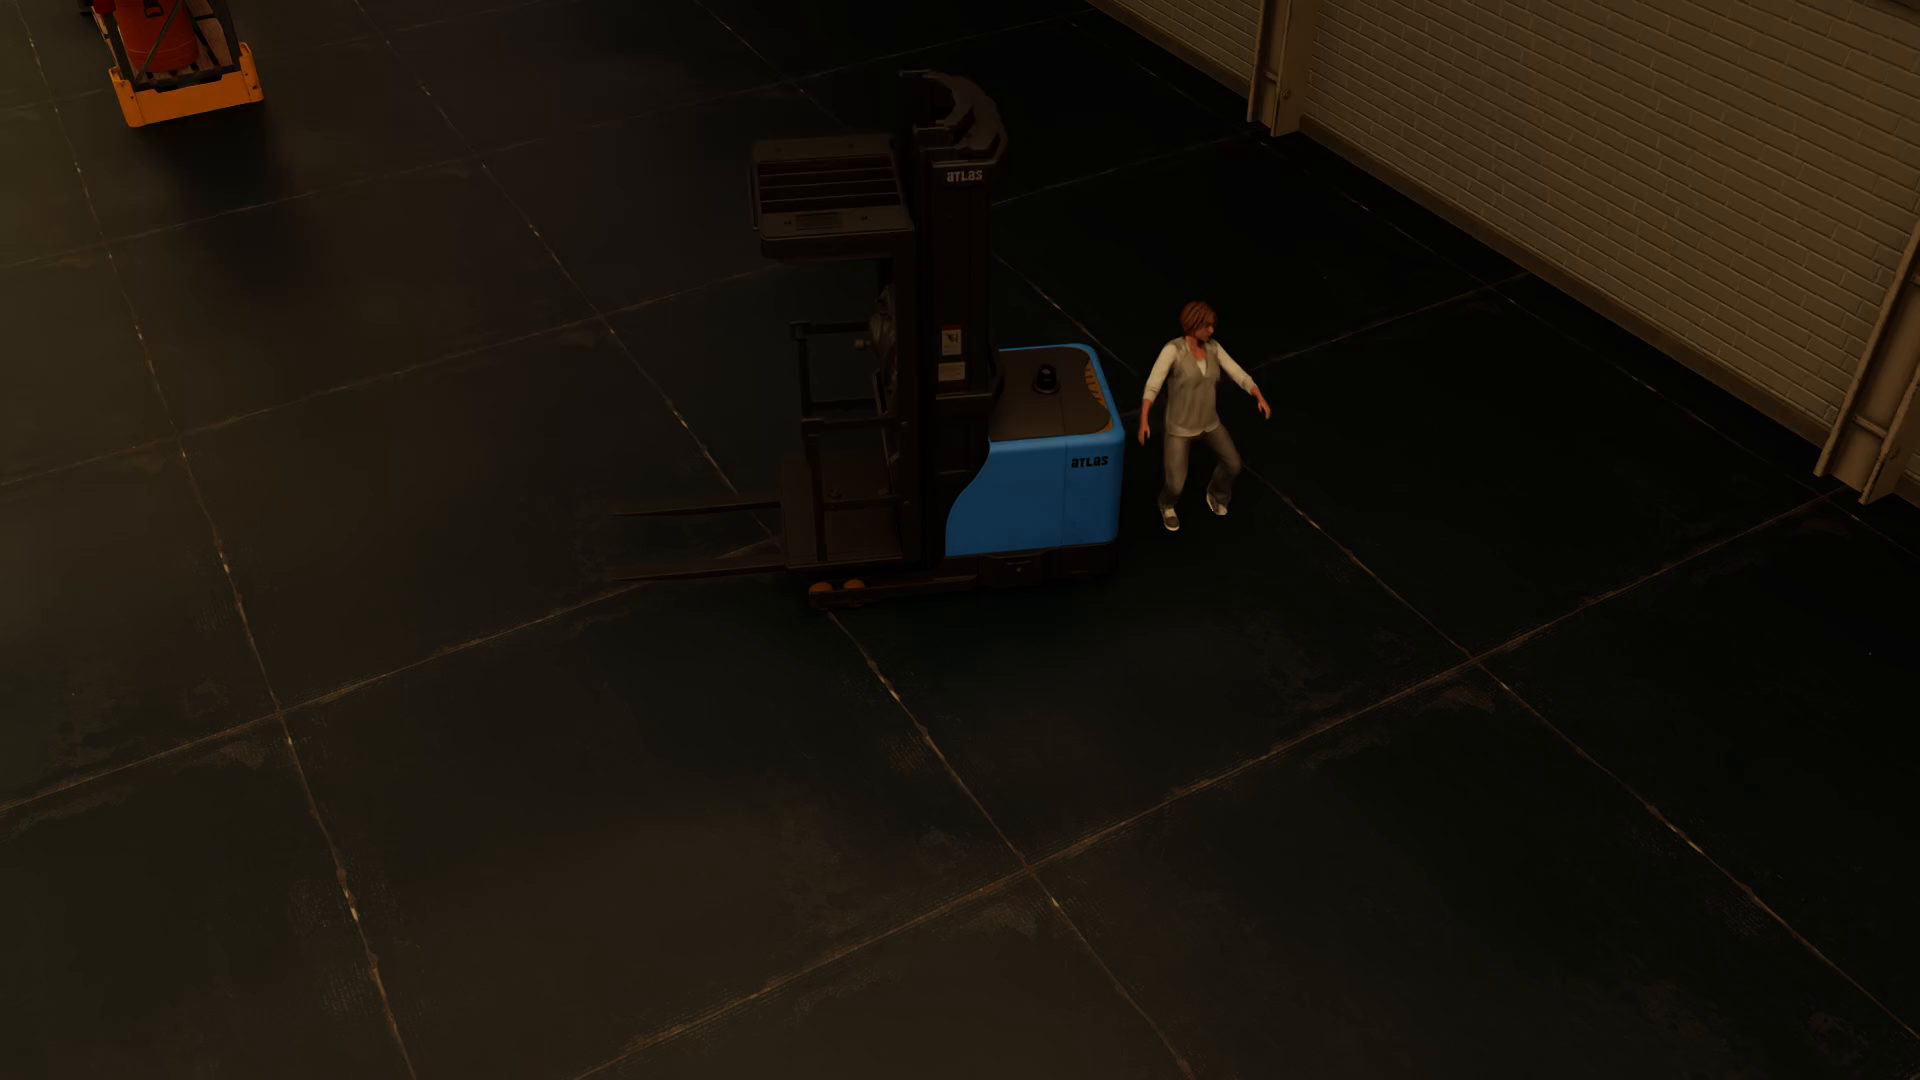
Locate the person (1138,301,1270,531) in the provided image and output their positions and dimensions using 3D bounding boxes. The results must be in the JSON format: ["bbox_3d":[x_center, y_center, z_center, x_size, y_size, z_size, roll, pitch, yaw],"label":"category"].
[{"bbox_3d":[1.372,-0.597,9.954,0.817,1.543,0.691,-21,44,-23],"label":"person"}]

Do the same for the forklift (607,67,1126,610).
[{"bbox_3d":[-0.604,-1.075,9.332,3.031,2.935,1.130,-5,40,-6],"label":"forklift"}]
